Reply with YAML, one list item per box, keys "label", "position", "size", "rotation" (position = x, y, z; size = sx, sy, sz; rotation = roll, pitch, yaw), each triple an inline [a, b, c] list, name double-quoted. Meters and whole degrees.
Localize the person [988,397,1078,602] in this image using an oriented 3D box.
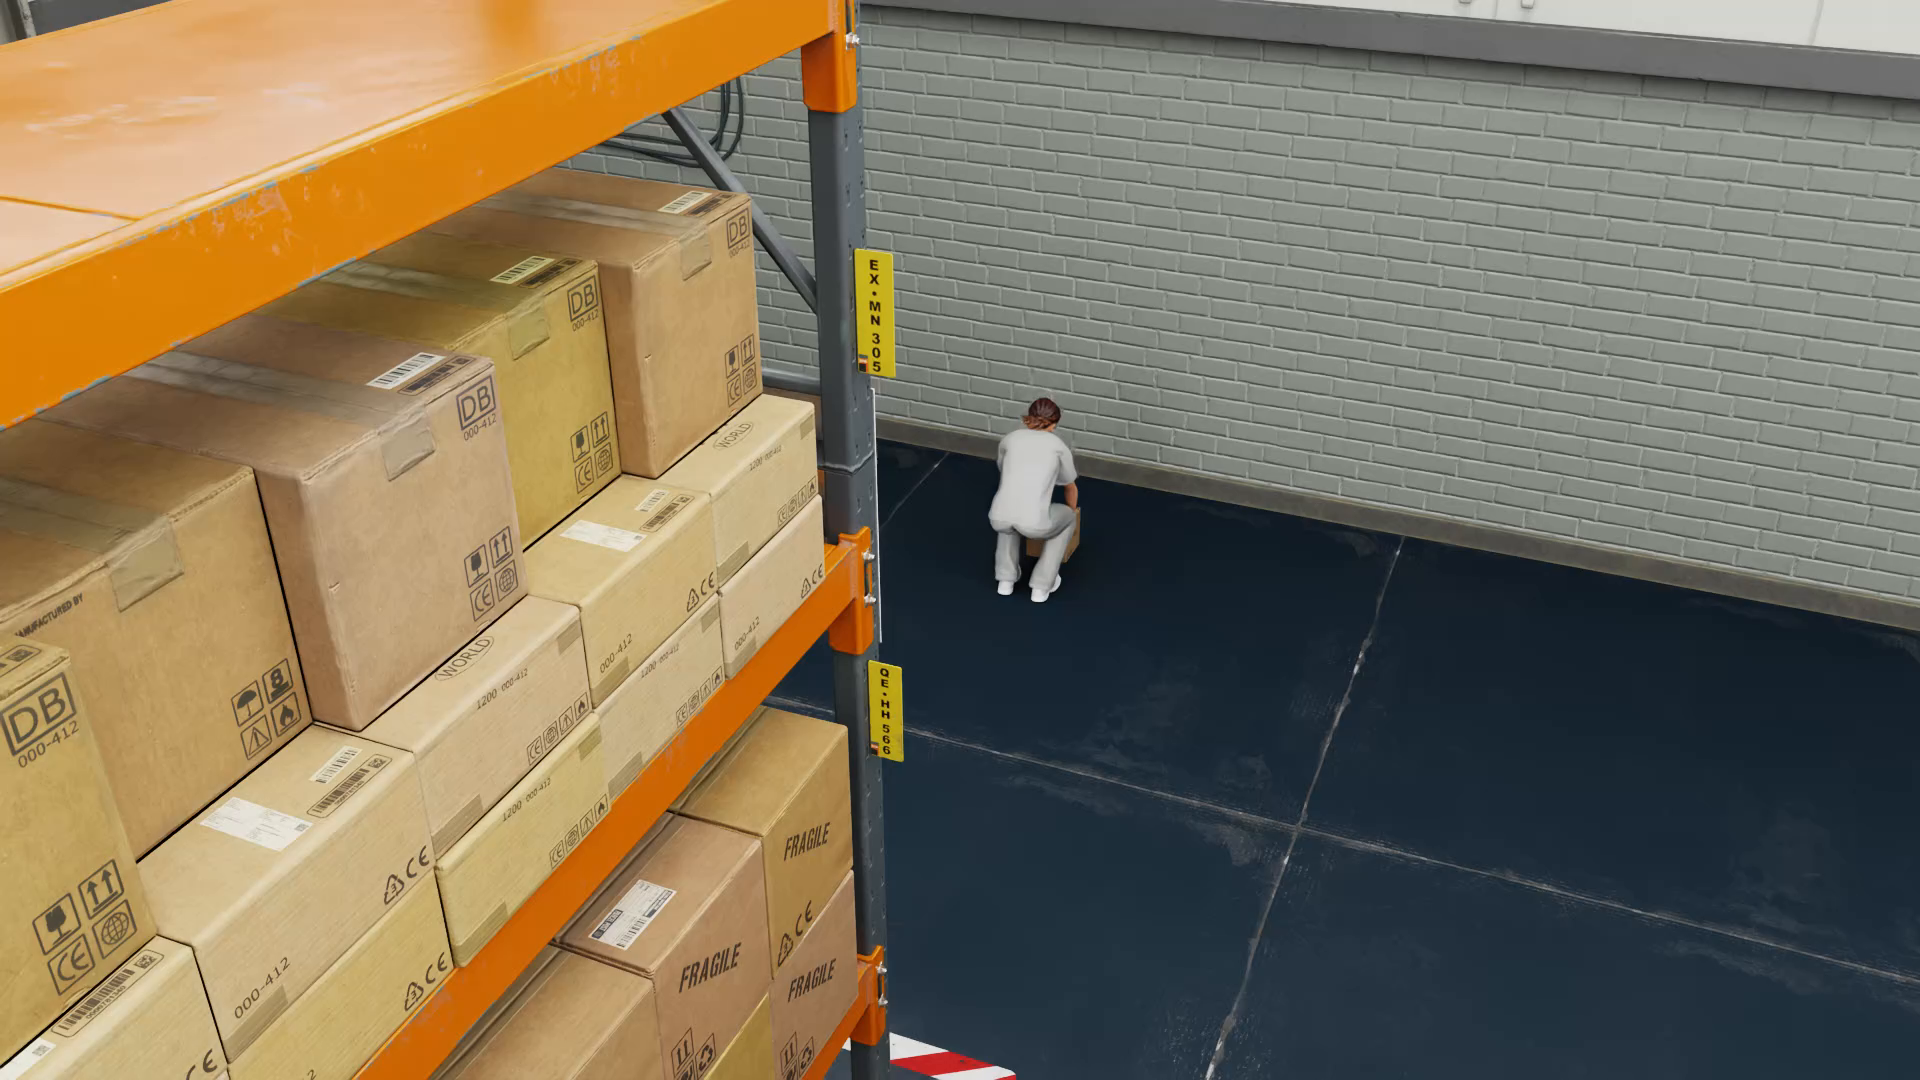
- label: "person"
  position: [0.396, -0.219, 9.437]
  size: [0.490, 1.023, 0.777]
  rotation: [11, 32, 19]
